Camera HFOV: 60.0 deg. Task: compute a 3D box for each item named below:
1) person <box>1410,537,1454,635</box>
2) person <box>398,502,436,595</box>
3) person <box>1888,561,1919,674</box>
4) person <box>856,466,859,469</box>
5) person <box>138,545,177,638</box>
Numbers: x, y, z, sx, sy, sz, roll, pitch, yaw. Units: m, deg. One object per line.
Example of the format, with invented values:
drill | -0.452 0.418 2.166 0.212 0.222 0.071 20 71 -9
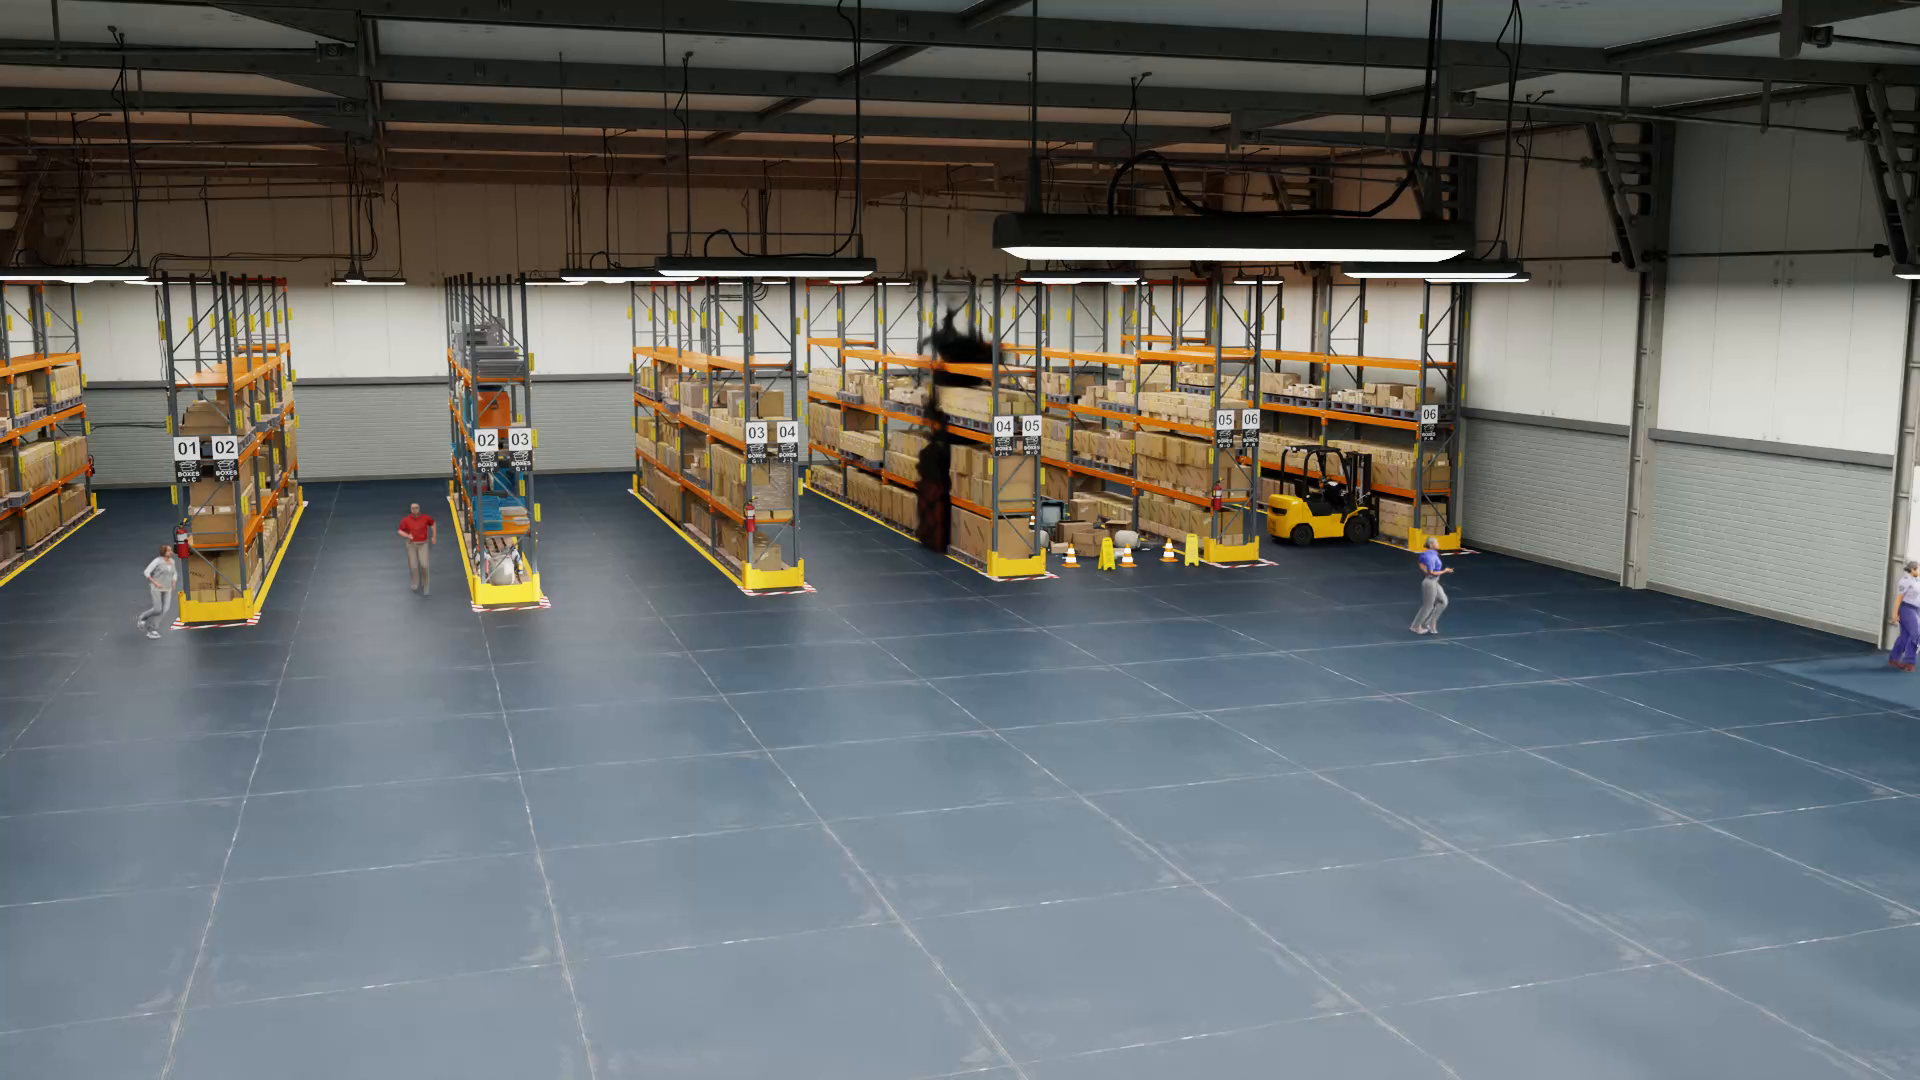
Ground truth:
person | 7.837 0.776 27.562 0.667 1.685 0.558 3 9 19
person | -10.204 0.189 31.314 0.685 1.816 0.765 -3 9 -18
person | 14.356 1.171 25.134 0.563 1.711 0.499 -8 12 -42
person | -2.881 -2.689 50.215 0.938 1.692 0.621 -2 9 -15
person | -13.303 0.827 27.648 0.564 1.510 0.596 5 10 31
